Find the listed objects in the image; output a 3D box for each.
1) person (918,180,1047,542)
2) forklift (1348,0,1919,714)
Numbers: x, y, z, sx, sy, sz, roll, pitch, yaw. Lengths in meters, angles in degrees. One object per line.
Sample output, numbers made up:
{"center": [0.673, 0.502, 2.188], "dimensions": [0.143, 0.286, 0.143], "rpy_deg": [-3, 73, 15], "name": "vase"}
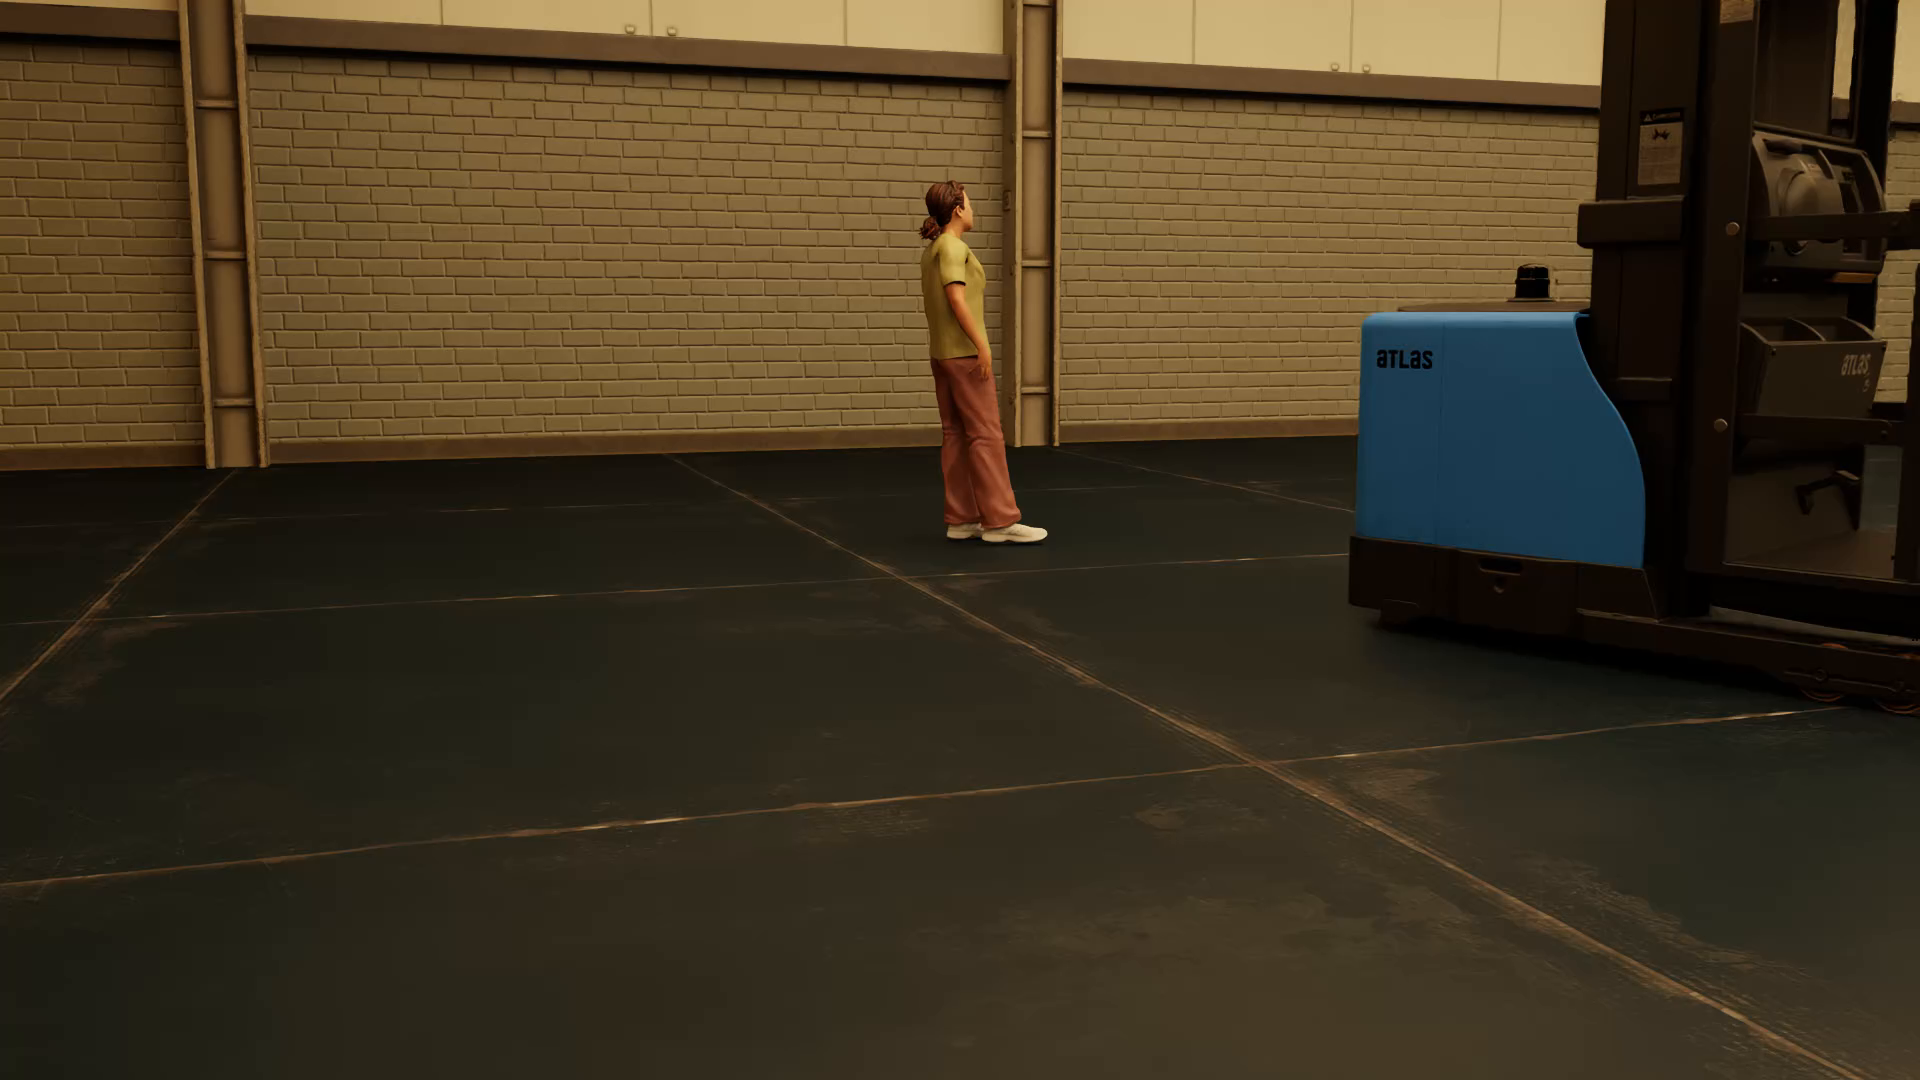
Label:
{"center": [0.073, -0.839, 7.822], "dimensions": [0.549, 1.675, 0.553], "rpy_deg": [-3, 8, -18], "name": "person"}
{"center": [2.722, -1.060, 4.844], "dimensions": [1.130, 2.935, 3.031], "rpy_deg": [-7, 11, -43], "name": "forklift"}
